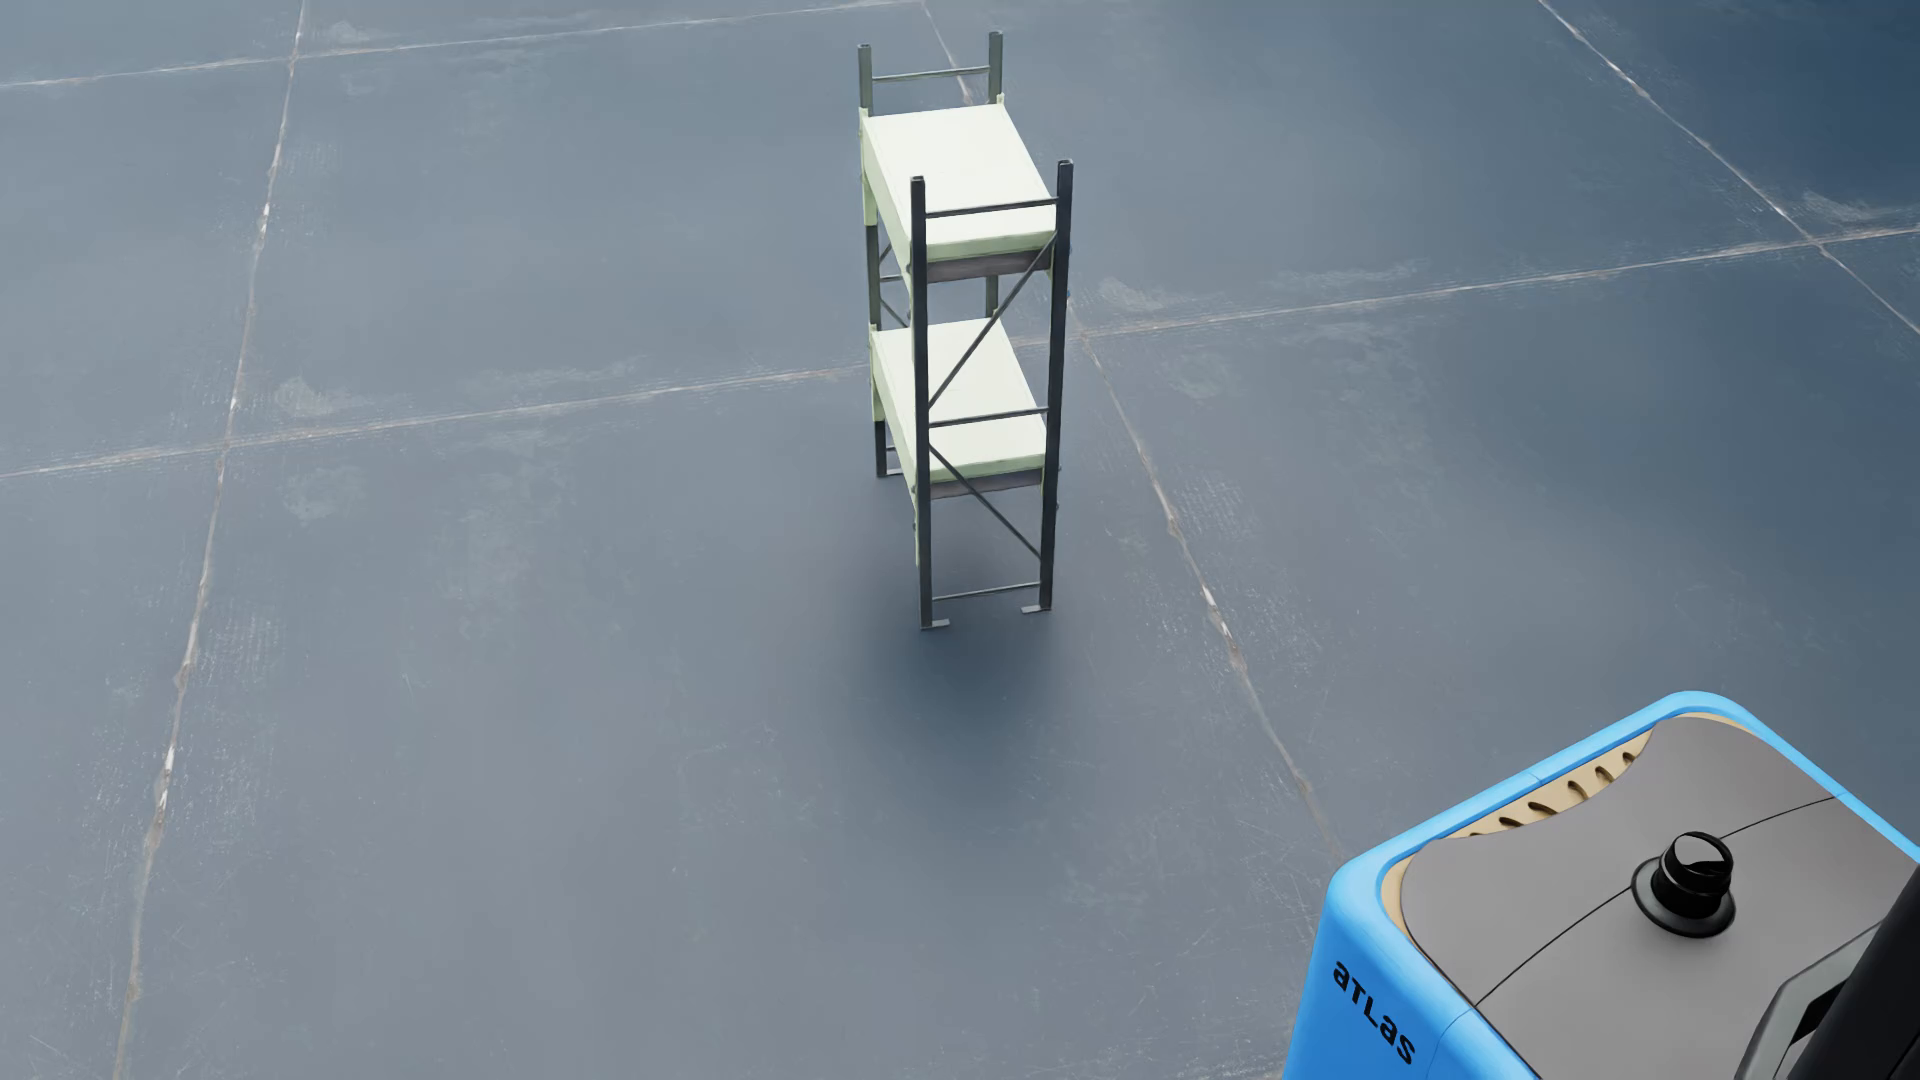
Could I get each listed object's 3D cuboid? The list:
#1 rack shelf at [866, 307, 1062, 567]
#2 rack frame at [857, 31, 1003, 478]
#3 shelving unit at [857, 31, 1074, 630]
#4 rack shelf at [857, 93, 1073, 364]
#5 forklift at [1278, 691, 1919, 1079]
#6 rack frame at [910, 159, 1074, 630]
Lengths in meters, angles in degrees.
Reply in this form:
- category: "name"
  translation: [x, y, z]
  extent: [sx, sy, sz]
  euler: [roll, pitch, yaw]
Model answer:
- category: "rack shelf"
  translation: [-0.001, -0.321, 4.973]
  extent: [0.431, 0.370, 0.720]
  euler: [-8, 42, -9]
- category: "rack frame"
  translation: [-0.080, -0.802, 5.024]
  extent: [0.400, 1.500, 0.023]
  euler: [-8, 42, -9]
- category: "shelving unit"
  translation: [-0.001, -0.565, 4.757]
  extent: [0.431, 1.500, 0.755]
  euler: [-8, 42, -9]
- category: "rack shelf"
  translation: [-0.001, -0.857, 4.498]
  extent: [0.431, 0.370, 0.720]
  euler: [-8, 42, -9]
- category: "forklift"
  translation: [1.812, 0.992, 1.924]
  extent: [1.130, 2.935, 3.031]
  euler: [-21, 46, -22]
- category: "rack frame"
  translation: [0.078, -0.328, 4.490]
  extent: [0.400, 1.500, 0.023]
  euler: [-8, 42, -9]
